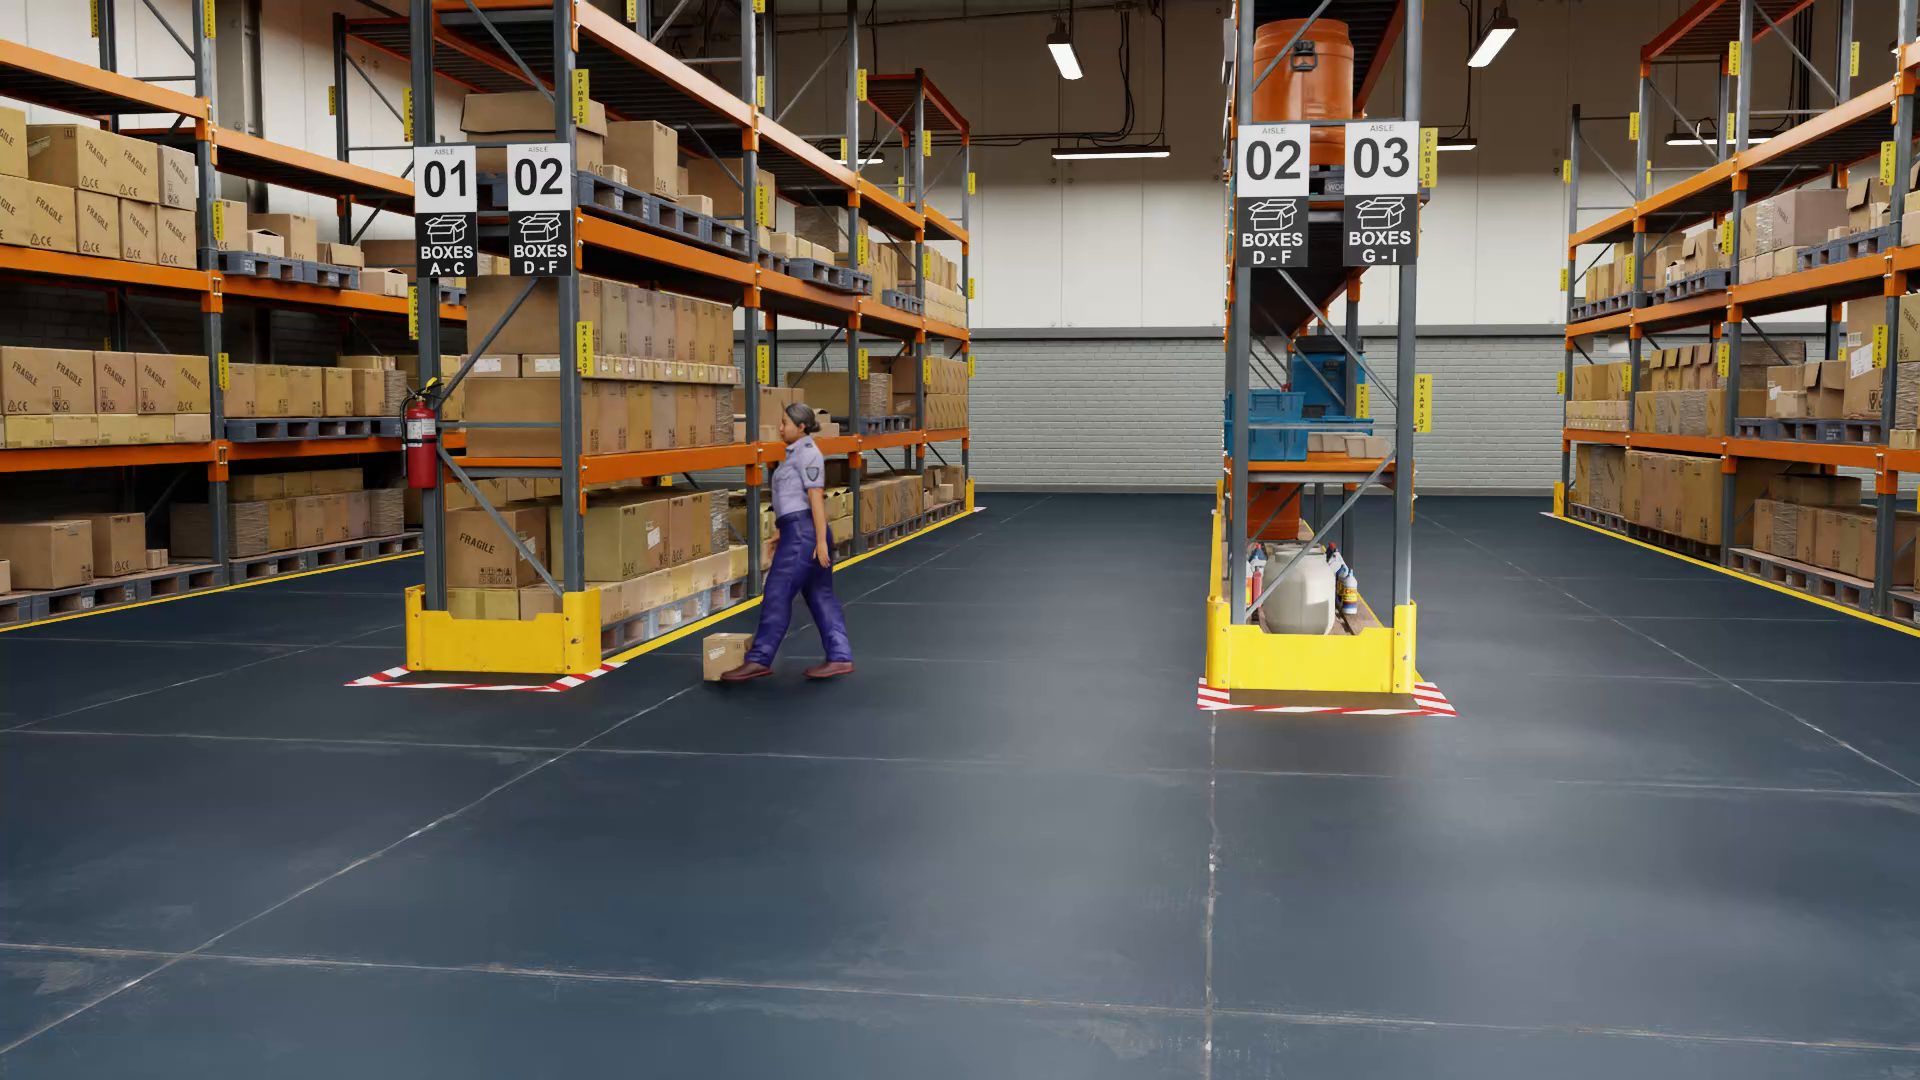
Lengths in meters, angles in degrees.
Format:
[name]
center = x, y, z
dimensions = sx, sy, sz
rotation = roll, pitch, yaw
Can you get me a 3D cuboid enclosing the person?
[person]
center = -1.020, 0.002, 9.827
dimensions = 0.786, 1.624, 0.523
rotation = 0, 5, -6
